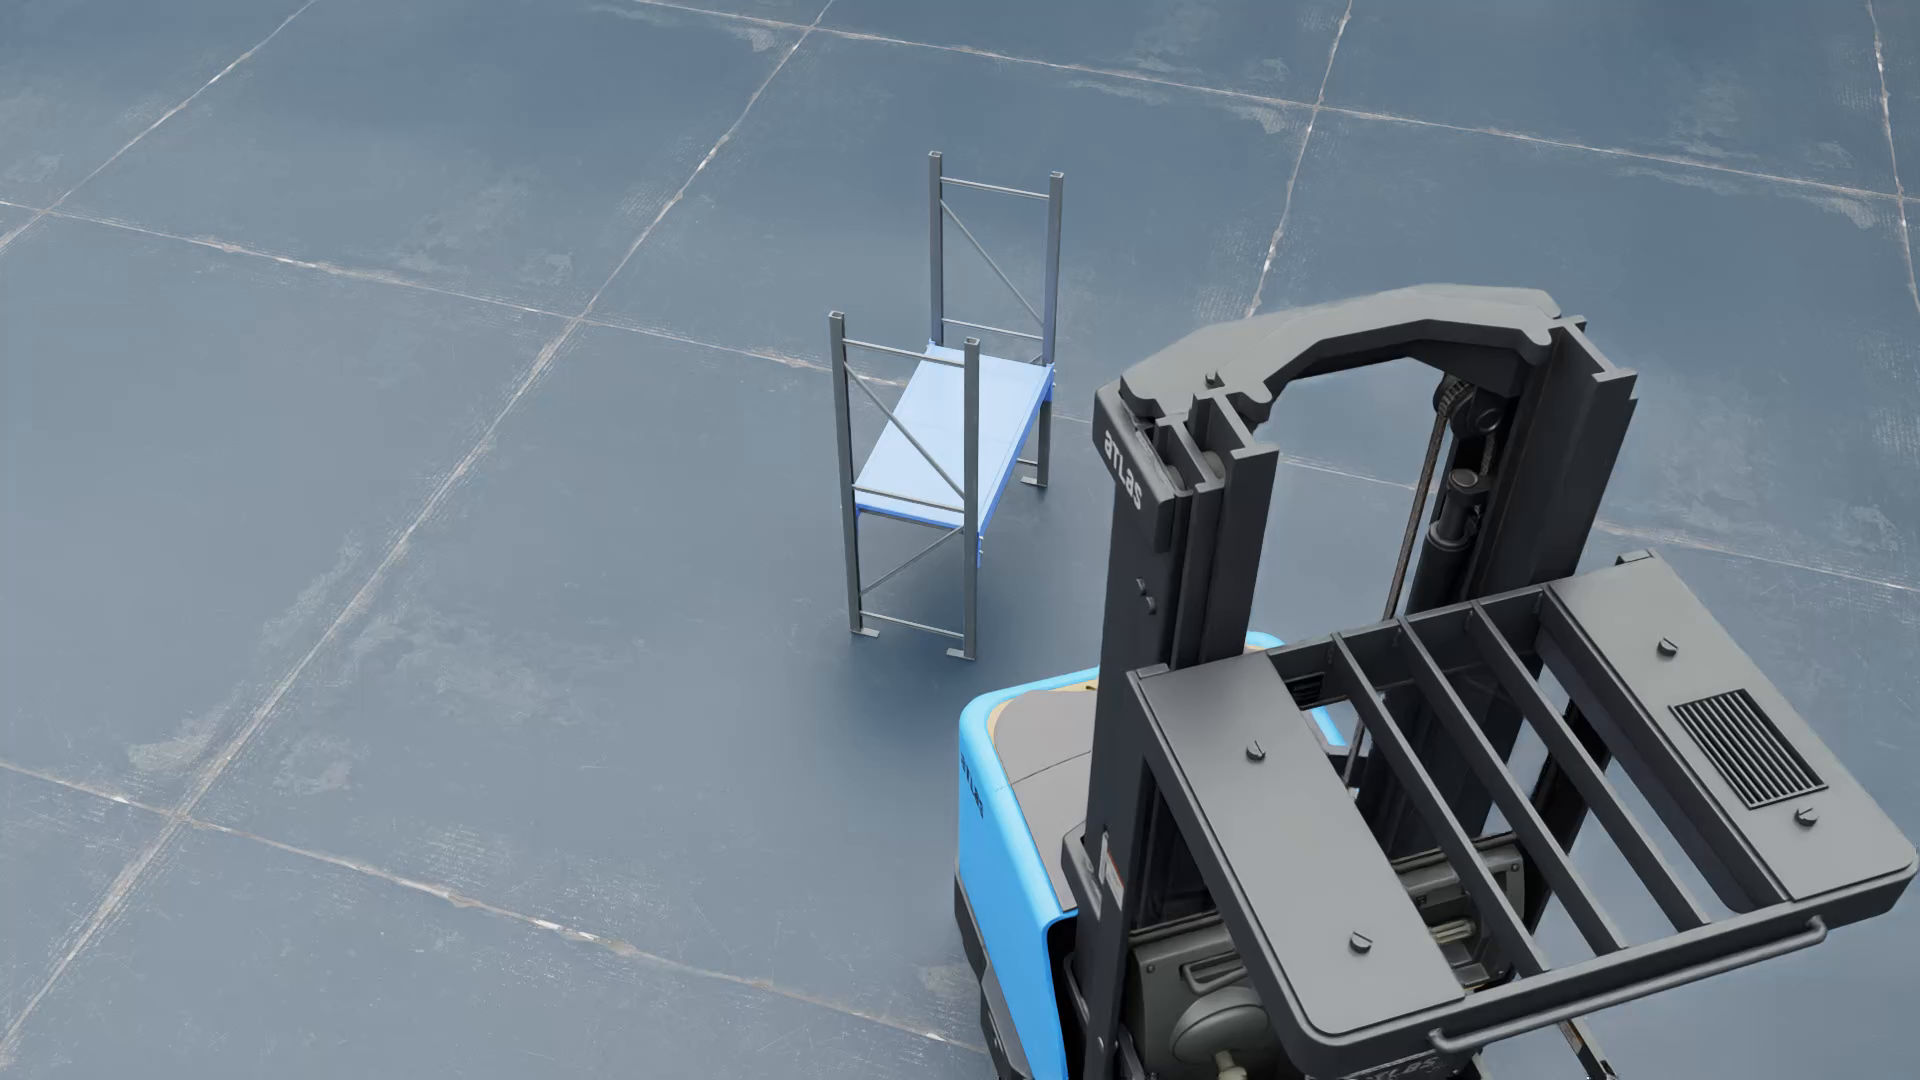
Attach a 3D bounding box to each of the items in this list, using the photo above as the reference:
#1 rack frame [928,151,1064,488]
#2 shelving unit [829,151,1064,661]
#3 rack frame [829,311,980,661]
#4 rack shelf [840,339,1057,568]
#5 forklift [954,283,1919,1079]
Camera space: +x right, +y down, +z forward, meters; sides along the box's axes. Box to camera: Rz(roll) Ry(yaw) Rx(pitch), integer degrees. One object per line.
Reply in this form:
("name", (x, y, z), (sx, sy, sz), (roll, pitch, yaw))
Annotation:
("rack frame", (0.128, -0.818, 6.514), (0.500, 1.500, 0.032), (13, 46, 12))
("shelving unit", (-0.026, -0.479, 6.167), (0.538, 1.500, 1.048), (13, 46, 12))
("rack frame", (-0.180, -0.140, 5.821), (0.500, 1.500, 0.032), (13, 46, 12))
("rack shelf", (-0.026, -0.351, 6.293), (0.538, 0.185, 1.000), (13, 46, 12))
("forklift", (0.901, 1.061, 3.570), (1.130, 2.935, 3.031), (-12, 46, -12))
